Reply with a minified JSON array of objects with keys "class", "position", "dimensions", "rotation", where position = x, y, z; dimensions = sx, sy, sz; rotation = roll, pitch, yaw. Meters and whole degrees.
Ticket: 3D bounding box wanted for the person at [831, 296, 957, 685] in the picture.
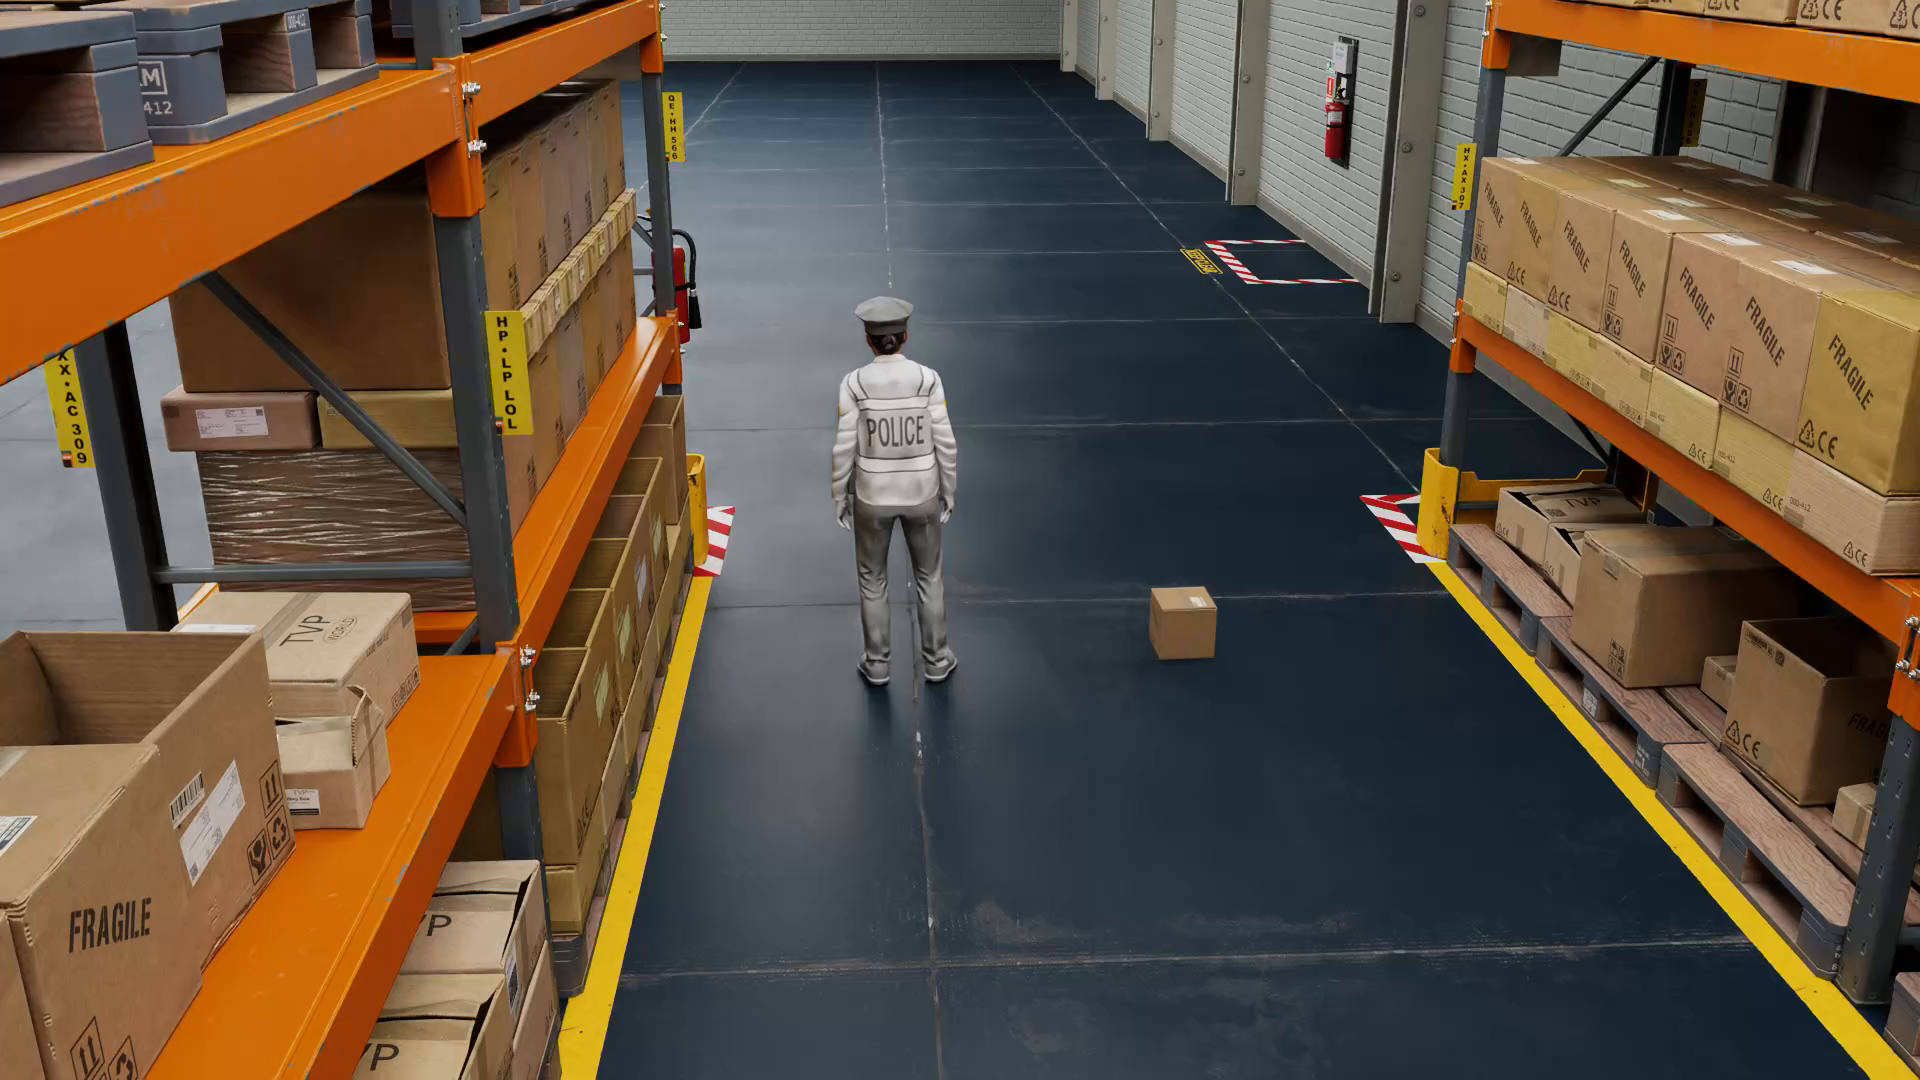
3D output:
[{"class":"person","position":[-0.275,-0.179,7.051],"dimensions":[0.545,1.662,0.376],"rotation":[-3,21,-7]}]
